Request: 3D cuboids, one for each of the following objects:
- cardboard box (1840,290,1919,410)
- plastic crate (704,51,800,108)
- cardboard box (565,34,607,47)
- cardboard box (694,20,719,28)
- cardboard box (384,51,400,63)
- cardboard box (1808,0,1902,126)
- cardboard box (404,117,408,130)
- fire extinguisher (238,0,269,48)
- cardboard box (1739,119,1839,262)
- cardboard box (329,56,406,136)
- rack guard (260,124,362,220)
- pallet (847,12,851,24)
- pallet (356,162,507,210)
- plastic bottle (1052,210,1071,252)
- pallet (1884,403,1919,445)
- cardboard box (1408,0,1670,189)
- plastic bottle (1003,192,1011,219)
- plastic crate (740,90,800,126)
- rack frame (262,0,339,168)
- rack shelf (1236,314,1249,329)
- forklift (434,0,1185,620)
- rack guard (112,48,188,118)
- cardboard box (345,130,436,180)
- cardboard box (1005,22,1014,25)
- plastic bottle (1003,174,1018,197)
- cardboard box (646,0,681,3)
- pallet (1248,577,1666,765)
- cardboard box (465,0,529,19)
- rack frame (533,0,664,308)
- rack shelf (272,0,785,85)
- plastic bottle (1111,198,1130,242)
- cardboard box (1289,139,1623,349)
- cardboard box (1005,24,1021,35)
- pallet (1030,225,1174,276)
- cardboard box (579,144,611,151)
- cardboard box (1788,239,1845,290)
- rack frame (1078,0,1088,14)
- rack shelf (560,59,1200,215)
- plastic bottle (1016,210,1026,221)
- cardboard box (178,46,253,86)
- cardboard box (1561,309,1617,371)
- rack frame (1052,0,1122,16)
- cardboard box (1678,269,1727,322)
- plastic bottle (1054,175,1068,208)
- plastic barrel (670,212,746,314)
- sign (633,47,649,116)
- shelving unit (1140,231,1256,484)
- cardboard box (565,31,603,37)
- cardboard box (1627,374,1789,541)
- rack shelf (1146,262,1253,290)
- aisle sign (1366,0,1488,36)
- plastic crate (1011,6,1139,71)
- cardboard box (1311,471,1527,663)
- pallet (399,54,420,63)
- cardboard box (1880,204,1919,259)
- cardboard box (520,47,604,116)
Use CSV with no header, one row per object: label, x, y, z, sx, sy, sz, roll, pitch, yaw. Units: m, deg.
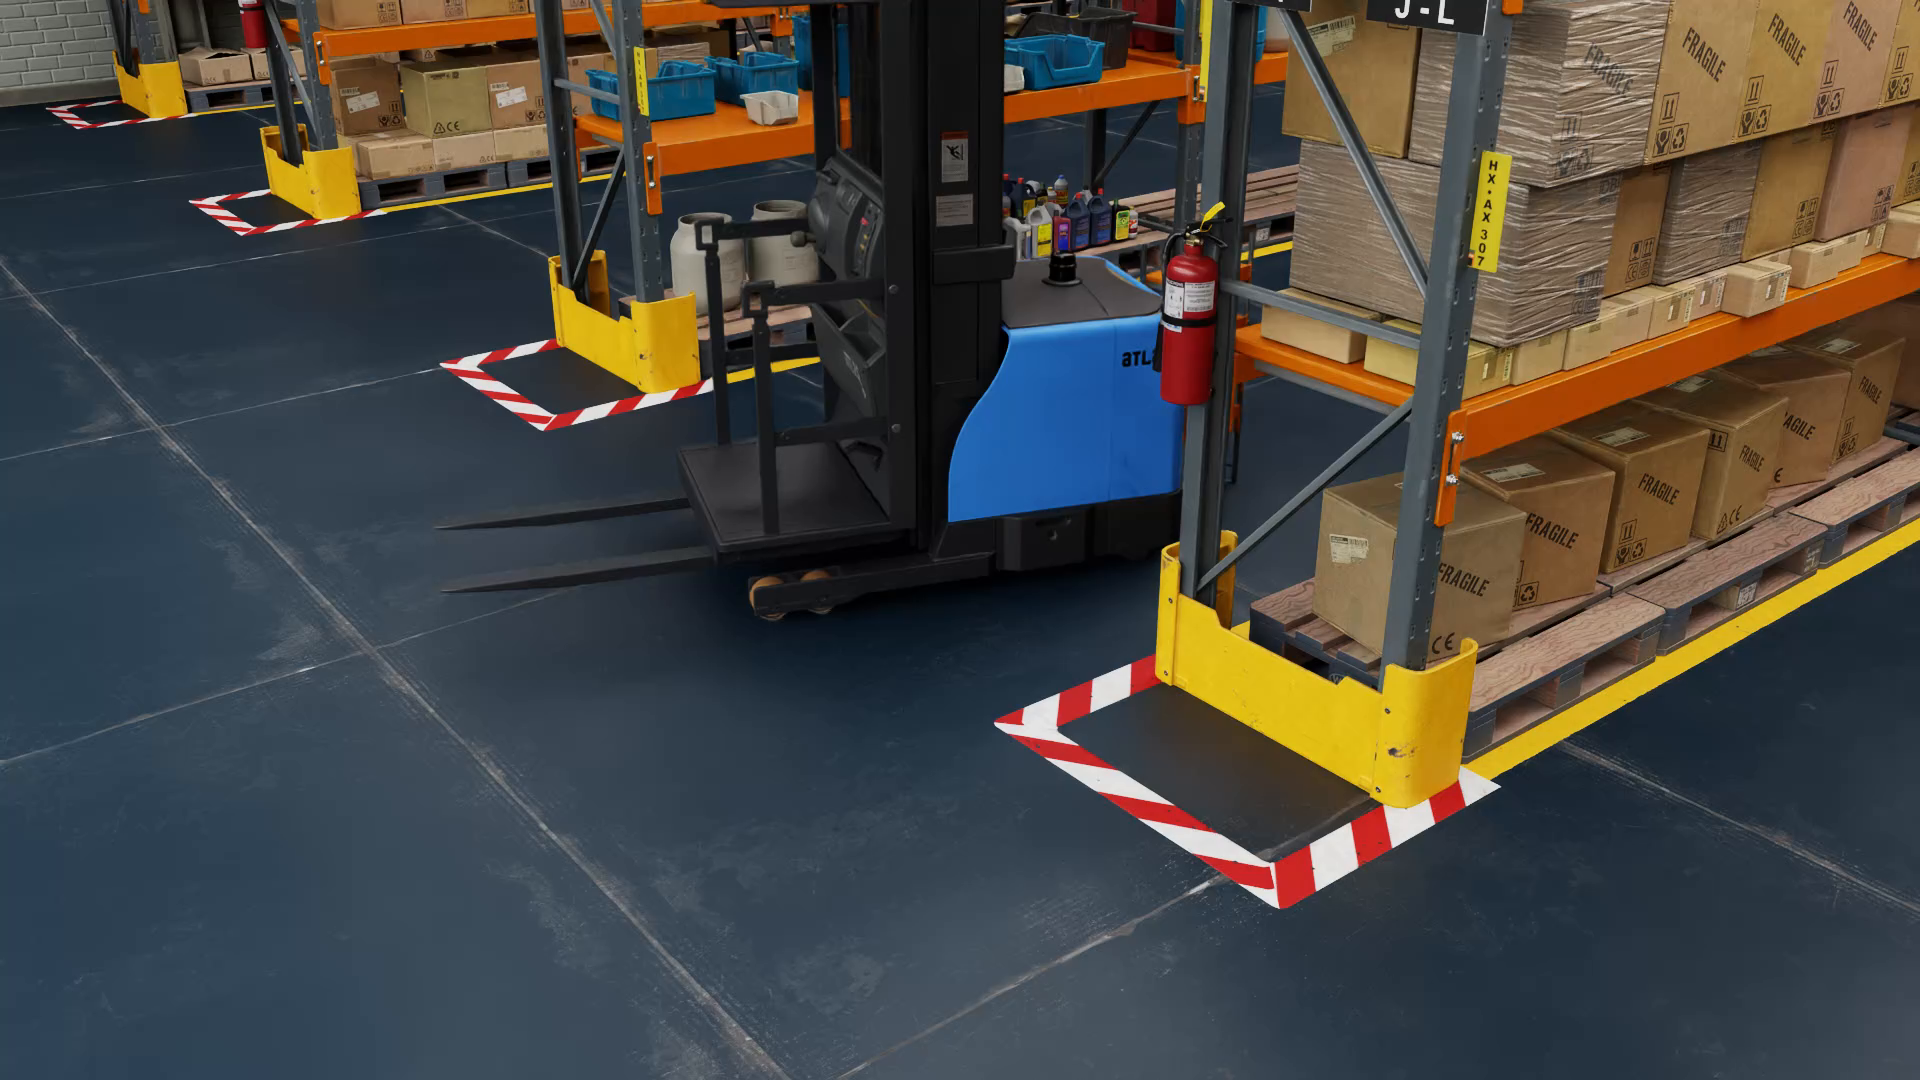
cardboard box,4.778,-0.956,8.194,0.500,0.500,0.700,-21,32,-38
plastic crate,-1.198,-2.668,9.613,0.408,0.251,0.499,-18,31,-34
cardboard box,-3.173,-4.028,14.242,0.500,0.500,0.500,-18,31,-34
cardboard box,-3.125,-6.328,19.768,0.500,0.500,0.700,-18,31,-34
cardboard box,-6.159,-5.158,17.666,0.250,0.149,0.380,-21,32,-38
cardboard box,2.915,-1.775,5.852,0.500,0.500,0.500,-18,31,-34
cardboard box,-4.350,-3.296,13.556,0.500,0.250,0.500,-18,31,-34
fire extinguisher,-5.355,-4.070,12.548,0.183,0.674,0.296,-18,31,-34
cardboard box,2.724,-1.424,6.284,0.500,0.500,0.875,-18,31,-34
cardboard box,-4.737,-3.503,13.111,0.500,0.500,0.500,-18,31,-34
rack guard,-4.995,-2.842,12.779,0.348,0.500,1.175,-18,31,-34
pallet,-1.073,-6.615,21.252,1.213,0.211,1.003,-18,31,-34
pallet,-4.400,-2.929,13.311,1.213,0.211,1.003,-18,31,-34
plastic bottle,0.643,-1.978,10.652,0.133,0.283,0.061,-16,29,-31
pallet,4.894,-0.676,8.456,1.213,0.211,1.003,-18,31,-34
cardboard box,1.735,-1.386,5.012,0.500,0.500,0.500,-18,31,-34
plastic bottle,0.295,-2.191,11.126,0.097,0.271,0.097,0,25,0
plastic crate,-1.019,-2.346,9.055,0.250,0.136,0.298,-18,31,-34
rack frame,-4.976,-3.982,12.266,0.127,3.000,1.000,-18,31,-34
rack shelf,1.041,-0.911,7.416,0.258,0.148,0.480,22,33,39
forklift,-0.633,-1.263,6.489,3.031,2.935,1.130,-8,26,-16
rack guard,-7.976,-4.508,16.369,0.348,0.500,1.175,-18,31,-34
cardboard box,-4.416,-2.991,12.898,0.500,0.250,0.500,-18,31,-34
cardboard box,0.318,-5.080,16.733,0.500,0.311,0.500,-19,31,-35
plastic bottle,0.334,-2.305,11.277,0.185,0.351,0.144,-17,30,-33
cardboard box,-2.584,-4.810,13.931,0.500,0.500,0.700,-19,31,-35
pallet,1.855,0.347,6.252,1.213,0.211,1.003,-18,31,-34
cardboard box,-3.796,-4.409,13.069,0.500,0.500,0.700,-18,30,-34
rack frame,-1.922,-2.340,8.729,0.127,3.000,1.000,-18,31,-34
rack shelf,-3.402,-4.175,13.537,4.000,0.370,1.077,-18,31,-34
plastic bottle,1.051,-2.112,10.942,0.133,0.283,0.061,-17,30,-32
cardboard box,1.584,-1.013,5.398,0.500,0.500,0.875,-18,31,-34
cardboard box,0.654,-4.903,16.352,0.500,0.311,0.500,-19,31,-35
pallet,0.671,-1.953,11.208,1.213,0.211,1.003,-18,31,-34
cardboard box,-3.235,-3.380,13.737,0.500,0.250,0.500,-18,31,-34
cardboard box,3.105,-1.086,6.326,0.250,0.149,0.380,-18,31,-34
rack frame,1.408,-8.739,22.517,0.127,3.000,1.000,-18,31,-34
rack shelf,-0.348,-2.533,9.999,4.000,0.370,1.077,-18,31,-34
plastic bottle,0.408,-1.977,10.651,0.133,0.283,0.061,-18,31,-34
cardboard box,-7.435,-4.752,16.597,0.500,0.311,0.500,-23,33,-40
cardboard box,1.920,-0.699,5.491,0.250,0.149,0.380,-18,31,-34
rack frame,1.320,-6.060,16.744,0.127,3.000,1.000,-18,31,-34
cardboard box,2.485,-0.907,5.940,0.250,0.149,0.380,-18,31,-34
plastic bottle,0.704,-2.403,11.584,0.097,0.271,0.097,0,25,0
plastic barrel,-1.451,-1.598,9.587,0.421,0.512,0.421,0,25,0
sign,-1.586,-2.282,8.275,0.005,0.325,0.100,-18,31,-34
shelving unit,1.041,-0.769,7.482,0.258,1.200,0.503,22,33,39
cardboard box,-4.319,-5.923,18.896,0.500,0.500,0.700,-17,30,-32
cardboard box,3.056,-0.366,6.945,0.500,0.500,0.500,-22,33,-38
rack shelf,1.041,-1.125,7.316,0.258,0.148,0.480,22,33,39
aisle sign,1.271,-1.763,4.397,0.004,0.787,0.394,-18,31,-34
plastic crate,0.735,-3.257,10.778,0.504,0.338,0.767,-18,31,-34
cardboard box,1.636,0.088,5.969,0.500,0.500,0.500,-12,28,-25
pallet,-5.394,-5.210,18.225,1.213,0.211,1.003,-18,31,-34
cardboard box,3.730,-1.262,6.705,0.250,0.149,0.380,-18,31,-34
cardboard box,-3.234,-3.720,13.578,0.500,0.500,0.500,-18,31,-34
